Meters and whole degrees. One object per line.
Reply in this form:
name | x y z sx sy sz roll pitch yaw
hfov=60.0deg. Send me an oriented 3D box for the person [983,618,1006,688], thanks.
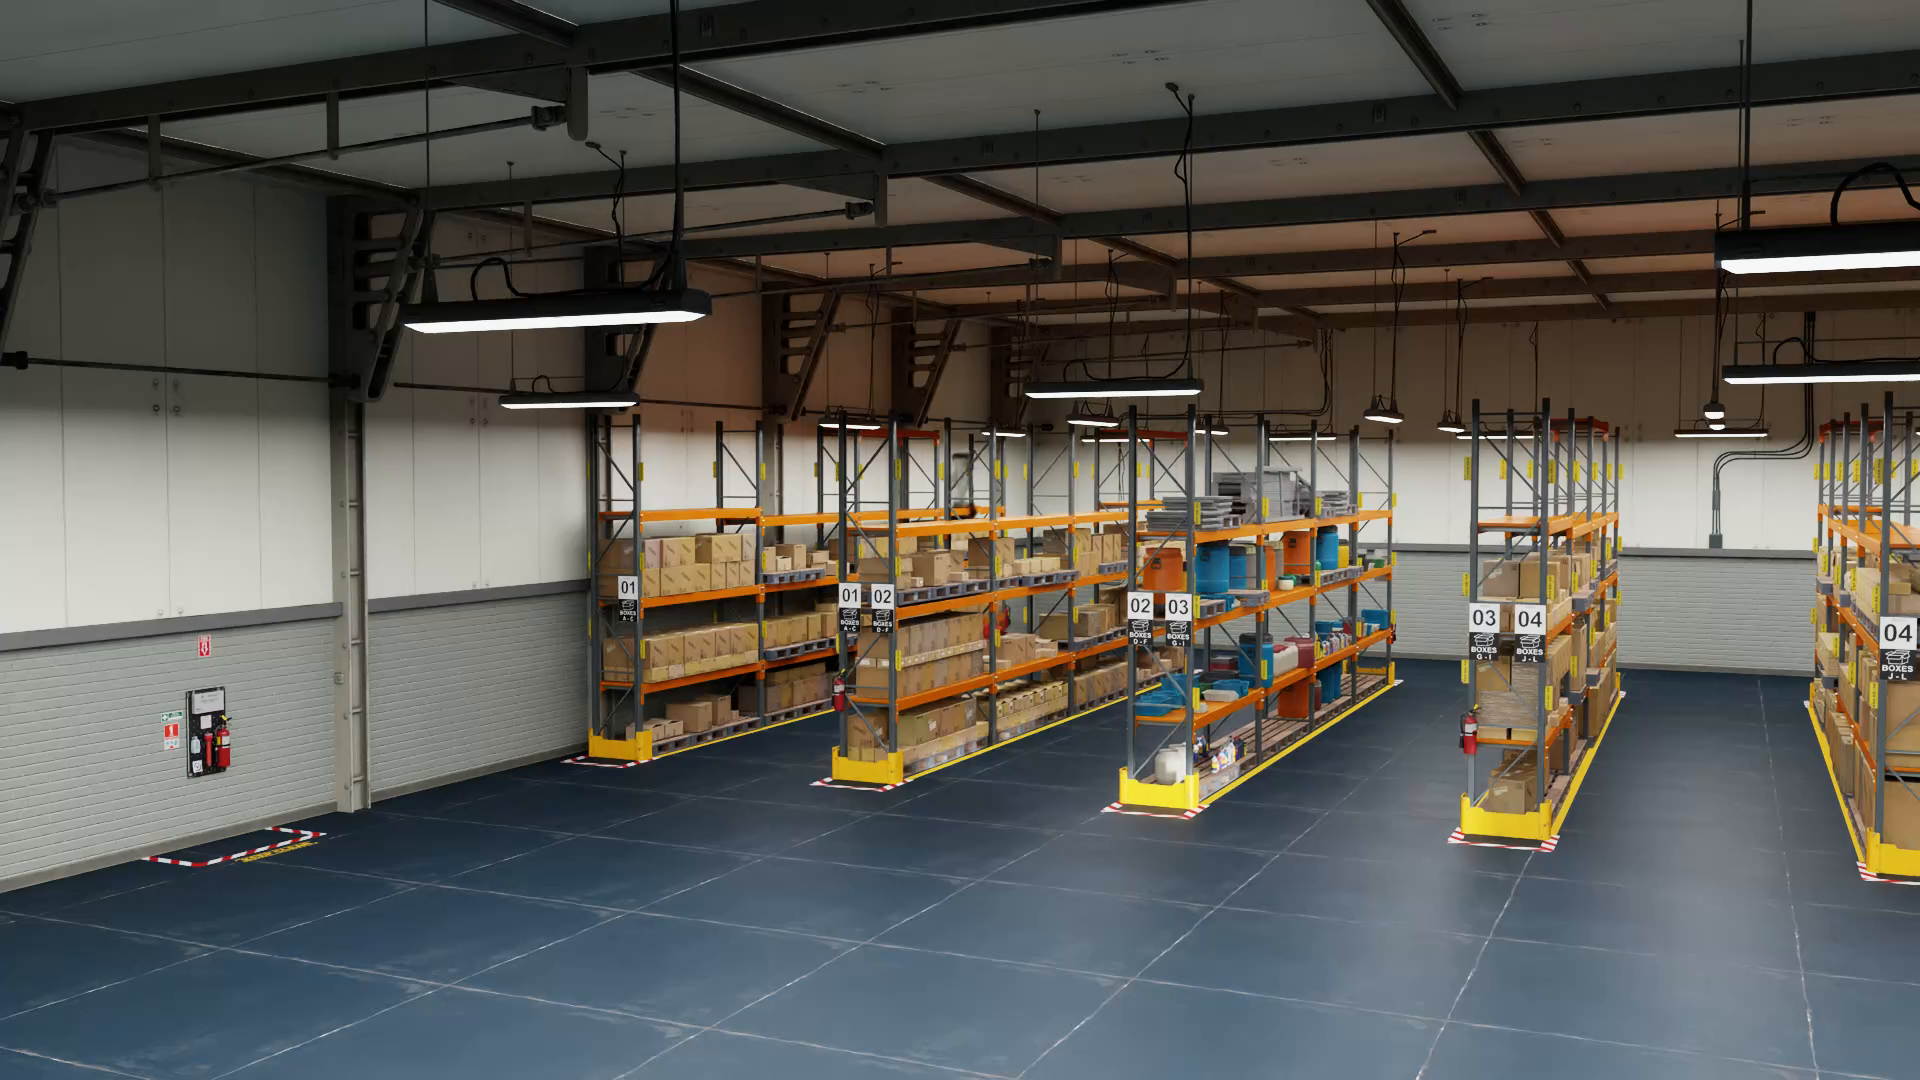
person | 0.763 2.585 38.417 0.685 1.707 0.631 1 2 19
